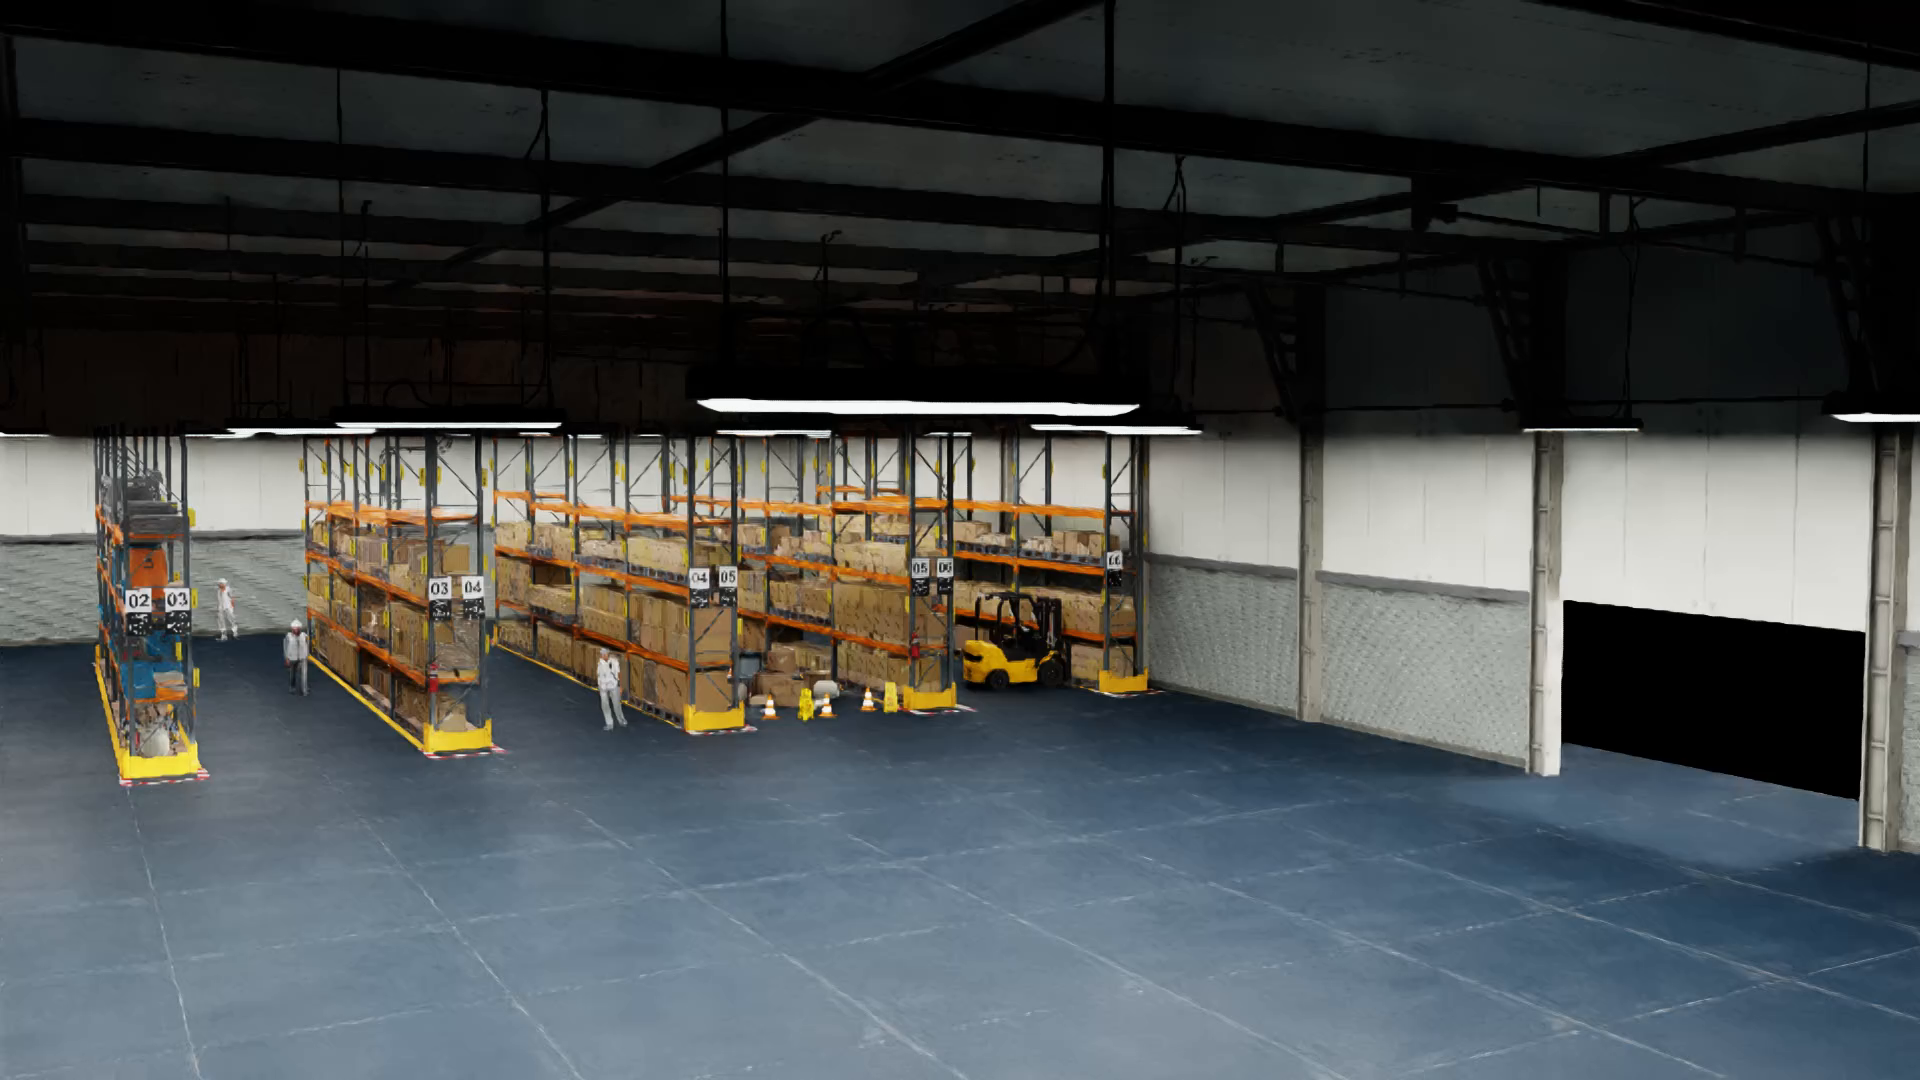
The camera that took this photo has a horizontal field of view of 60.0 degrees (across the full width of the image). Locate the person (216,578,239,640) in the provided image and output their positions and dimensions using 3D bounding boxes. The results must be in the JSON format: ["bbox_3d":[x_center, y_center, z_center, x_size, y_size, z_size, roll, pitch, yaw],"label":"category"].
[{"bbox_3d":[-20.954,1.967,47.512,0.569,1.780,0.599,1,4,18],"label":"person"}]

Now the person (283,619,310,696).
[{"bbox_3d":[-14.825,2.613,37.150,0.543,1.700,1.115,-2,4,-27],"label":"person"}]

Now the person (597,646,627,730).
[{"bbox_3d":[-6.894,2.911,32.864,0.556,1.653,0.576,1,3,8],"label":"person"}]
